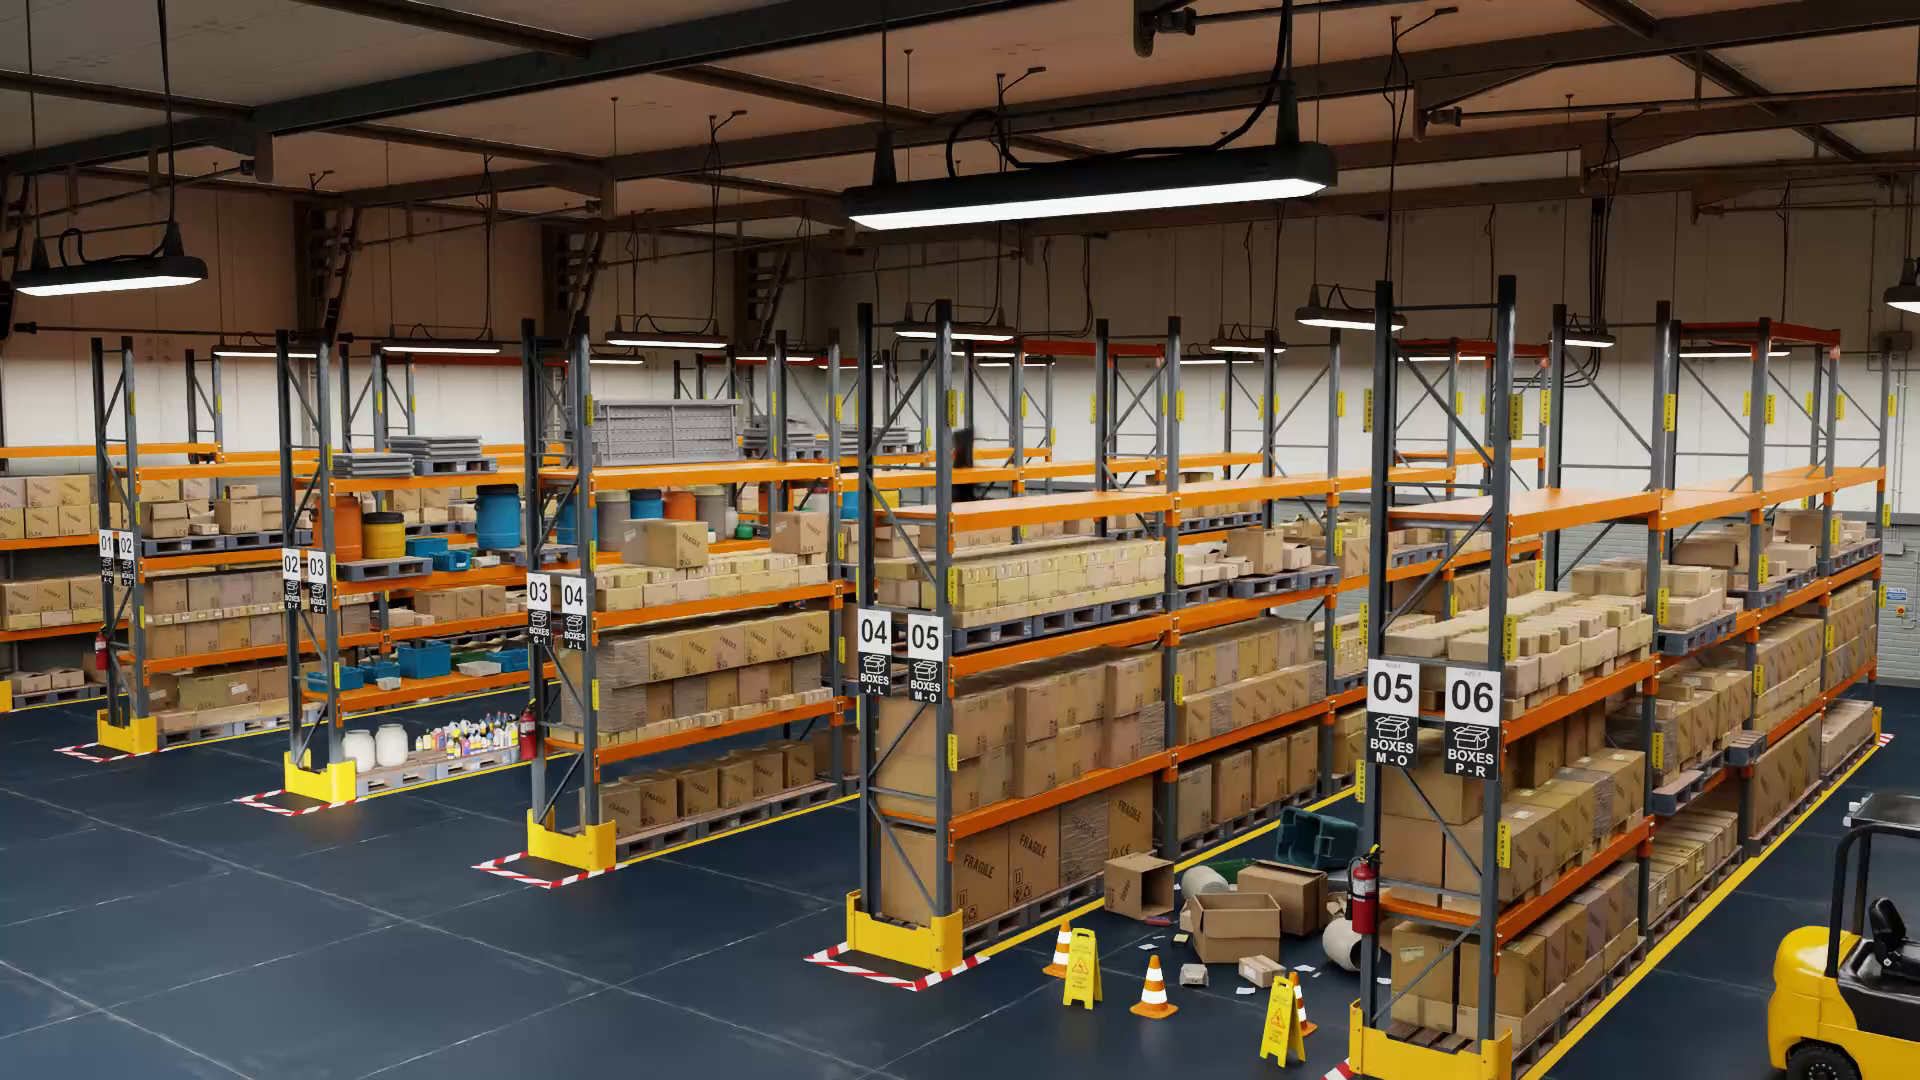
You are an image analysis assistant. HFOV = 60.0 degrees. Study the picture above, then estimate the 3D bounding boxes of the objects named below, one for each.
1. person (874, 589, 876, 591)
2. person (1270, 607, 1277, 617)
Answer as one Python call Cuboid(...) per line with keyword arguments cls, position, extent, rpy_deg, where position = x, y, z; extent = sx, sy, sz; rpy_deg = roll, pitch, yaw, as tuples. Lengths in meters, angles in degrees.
Cuboid(cls="person", position=(-1.557, 1.442, 34.409), extent=(0.687, 1.480, 1.008), rpy_deg=(2, 5, 21))
Cuboid(cls="person", position=(4.959, 1.955, 26.820), extent=(0.673, 1.789, 0.726), rpy_deg=(3, 6, 28))
